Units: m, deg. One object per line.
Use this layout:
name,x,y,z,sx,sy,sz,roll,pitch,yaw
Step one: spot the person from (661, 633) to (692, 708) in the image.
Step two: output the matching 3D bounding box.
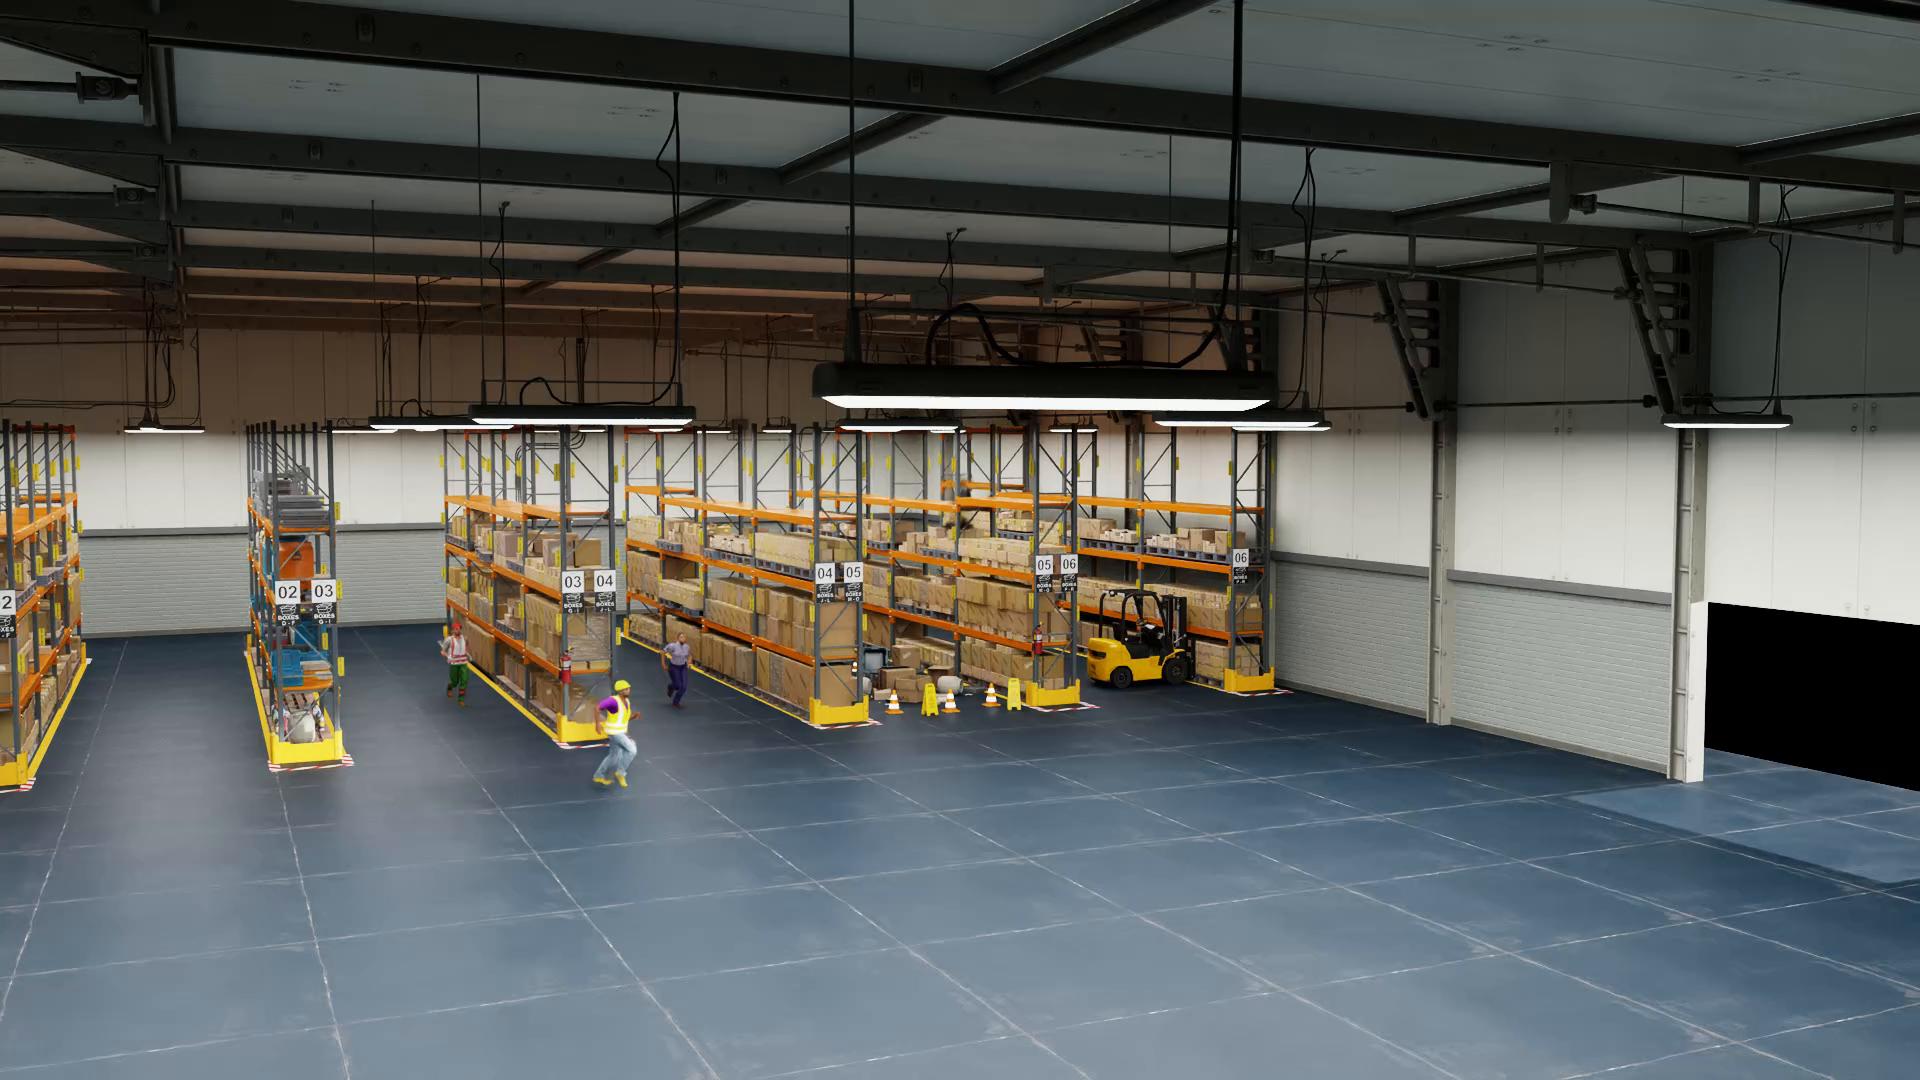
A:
person,-5.948,2.756,35.111,0.645,1.591,0.635,-3,4,-37

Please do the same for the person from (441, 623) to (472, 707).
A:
person,-10.681,2.636,35.347,0.657,1.771,0.863,-3,4,-36

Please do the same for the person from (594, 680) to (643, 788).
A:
person,-5.570,3.155,27.020,0.811,1.754,0.733,1,4,11
